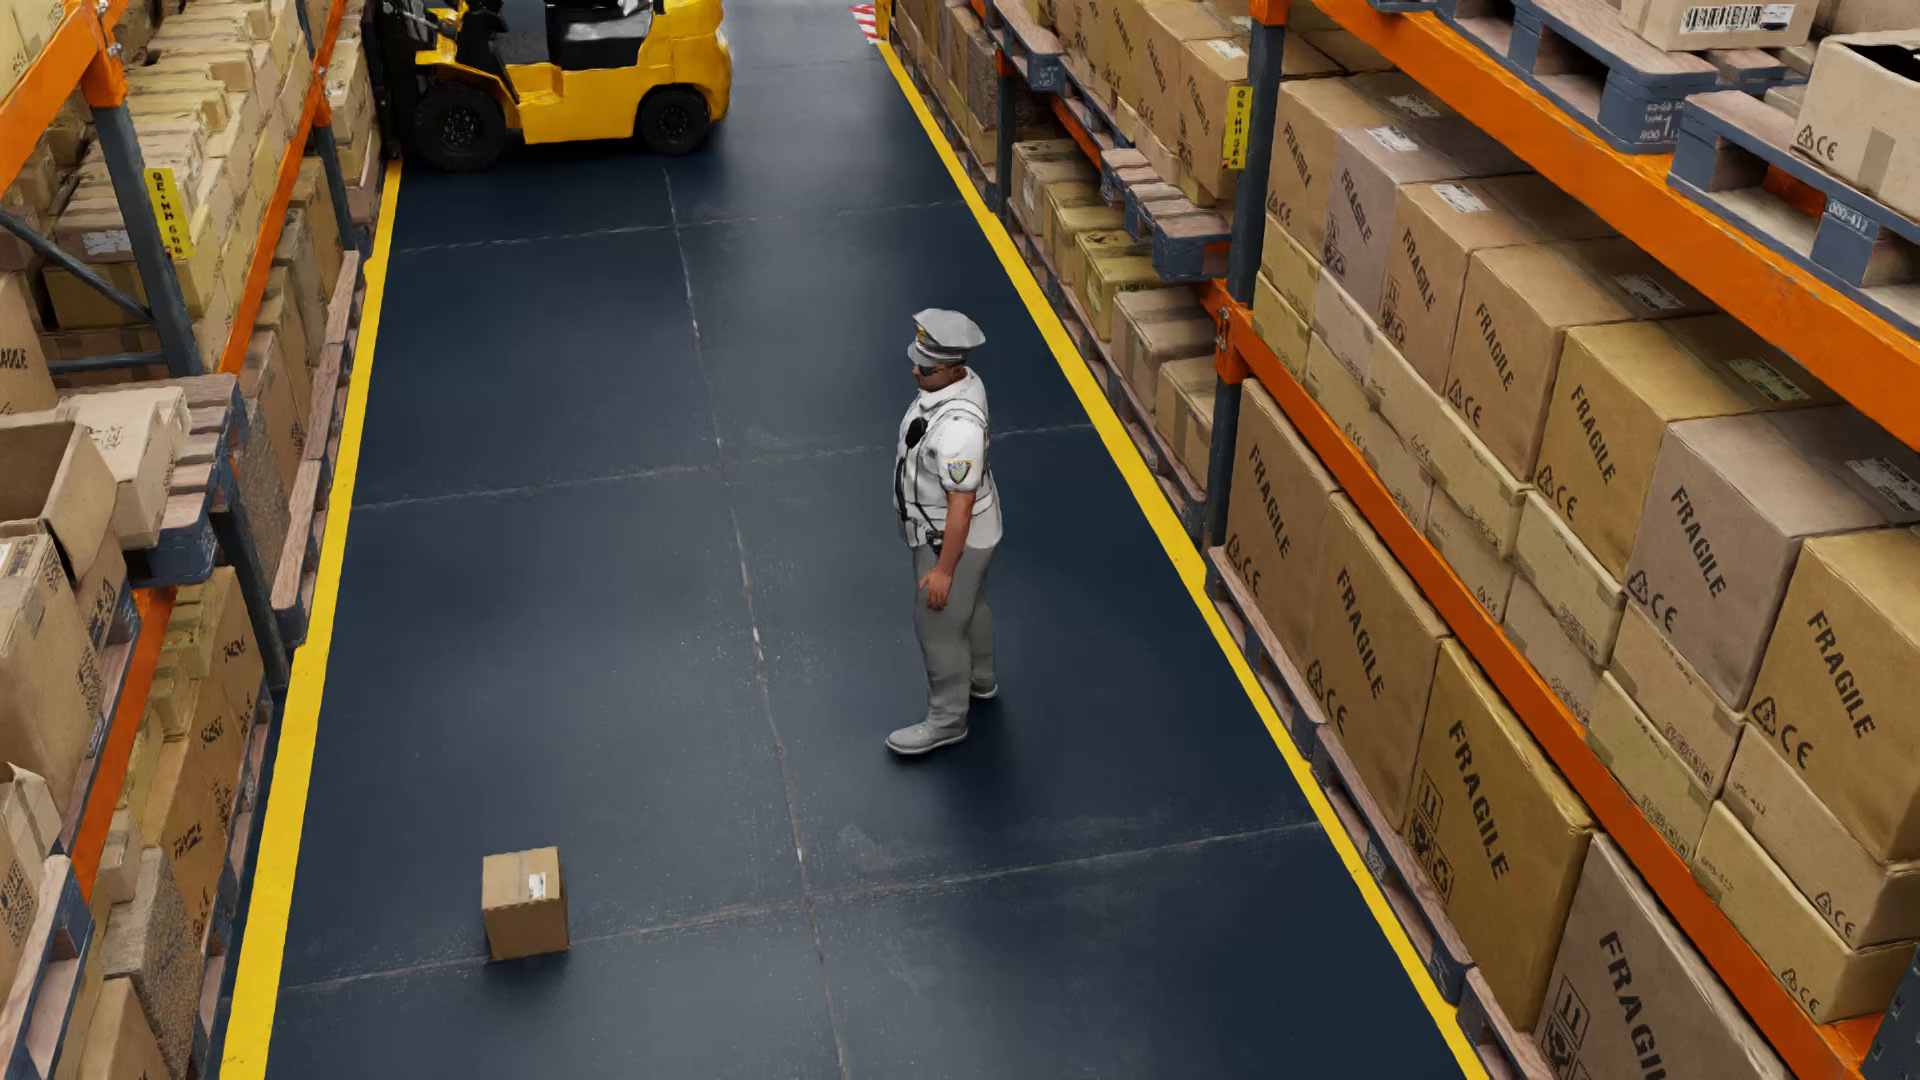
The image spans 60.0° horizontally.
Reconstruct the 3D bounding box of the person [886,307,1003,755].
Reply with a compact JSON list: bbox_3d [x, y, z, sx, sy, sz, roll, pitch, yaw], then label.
[{"bbox_3d":[-0.064,-0.035,6.139,0.437,1.762,0.628,1,34,1],"label":"person"}]
